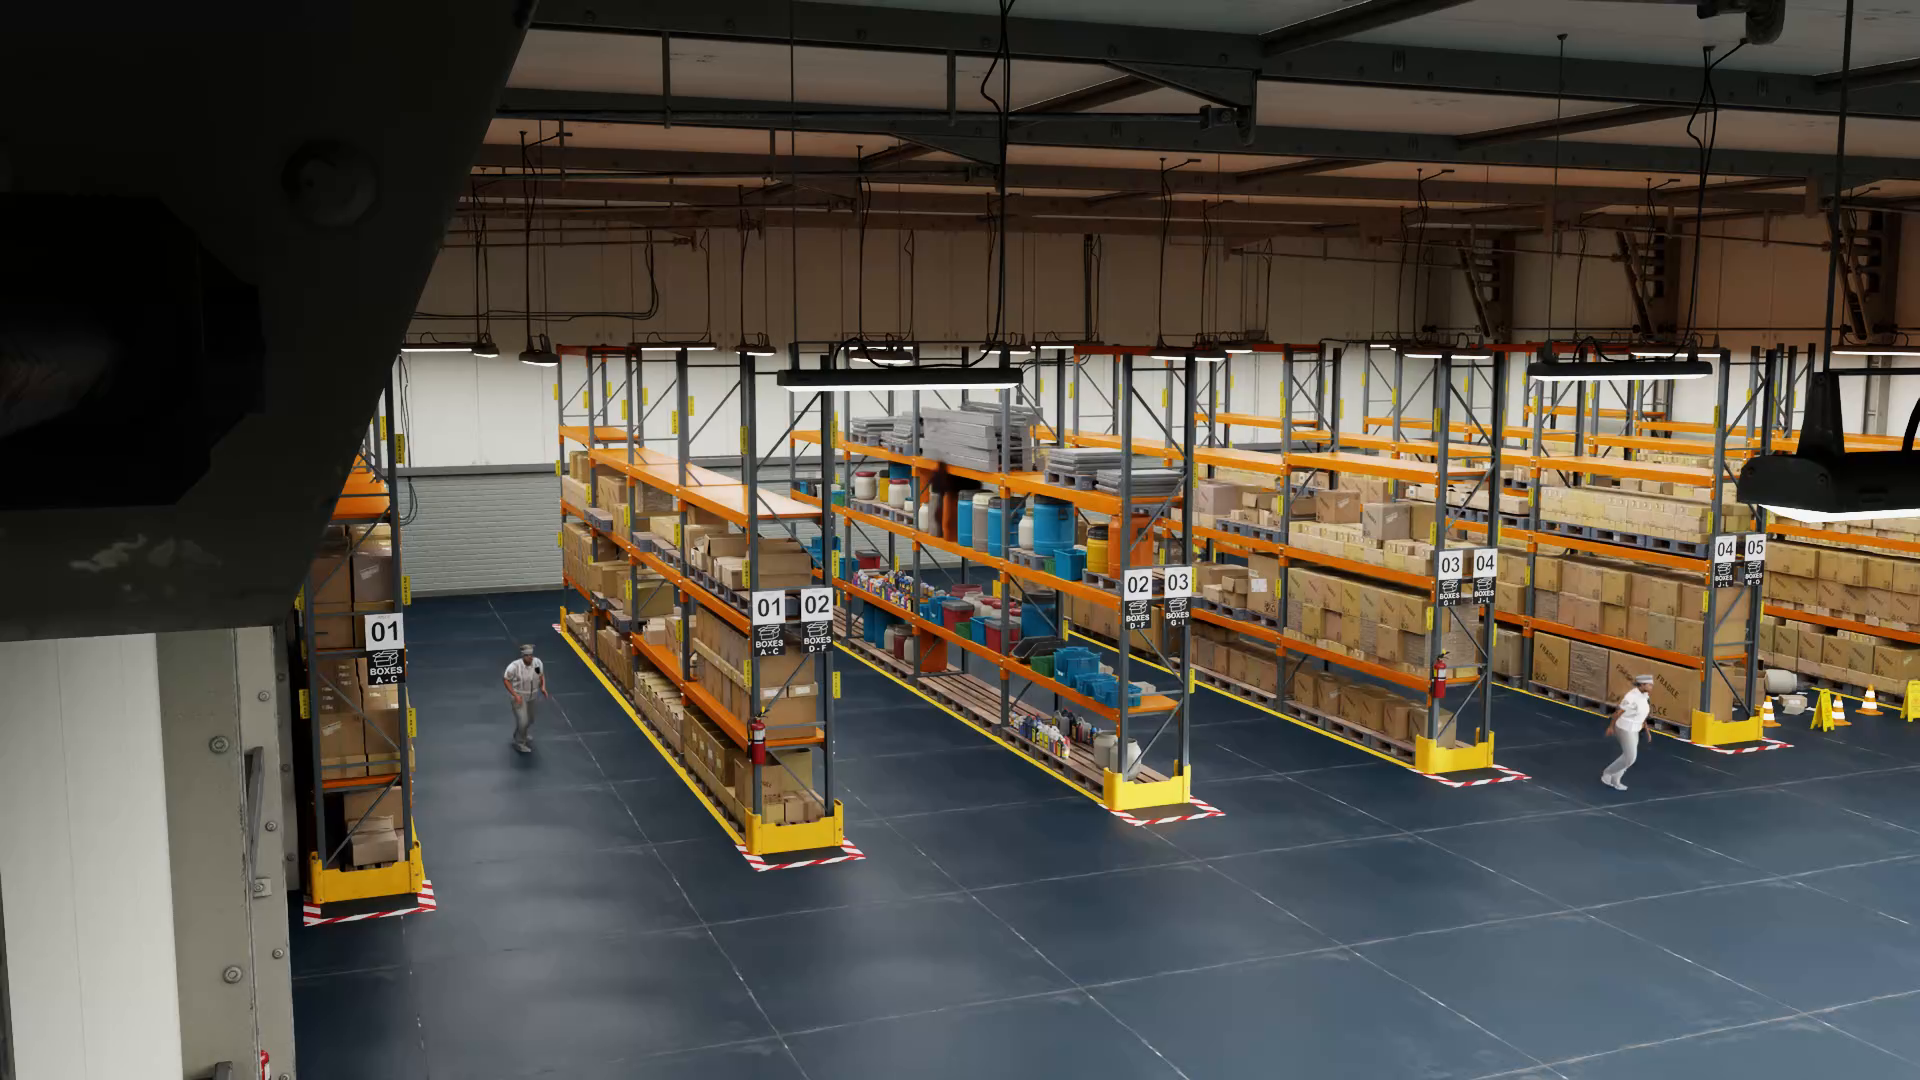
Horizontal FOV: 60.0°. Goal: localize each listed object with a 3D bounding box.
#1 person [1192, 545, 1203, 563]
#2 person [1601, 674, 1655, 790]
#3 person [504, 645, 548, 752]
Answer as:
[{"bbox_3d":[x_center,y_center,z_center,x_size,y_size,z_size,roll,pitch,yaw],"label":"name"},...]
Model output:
[{"bbox_3d":[4.909,0.949,35.667,0.717,1.712,0.651,-1,7,-9],"label":"person"},{"bbox_3d":[9.195,2.644,22.885,0.560,1.638,0.612,7,10,43],"label":"person"},{"bbox_3d":[-6.573,2.341,25.009,0.867,1.663,0.695,6,9,39],"label":"person"}]
